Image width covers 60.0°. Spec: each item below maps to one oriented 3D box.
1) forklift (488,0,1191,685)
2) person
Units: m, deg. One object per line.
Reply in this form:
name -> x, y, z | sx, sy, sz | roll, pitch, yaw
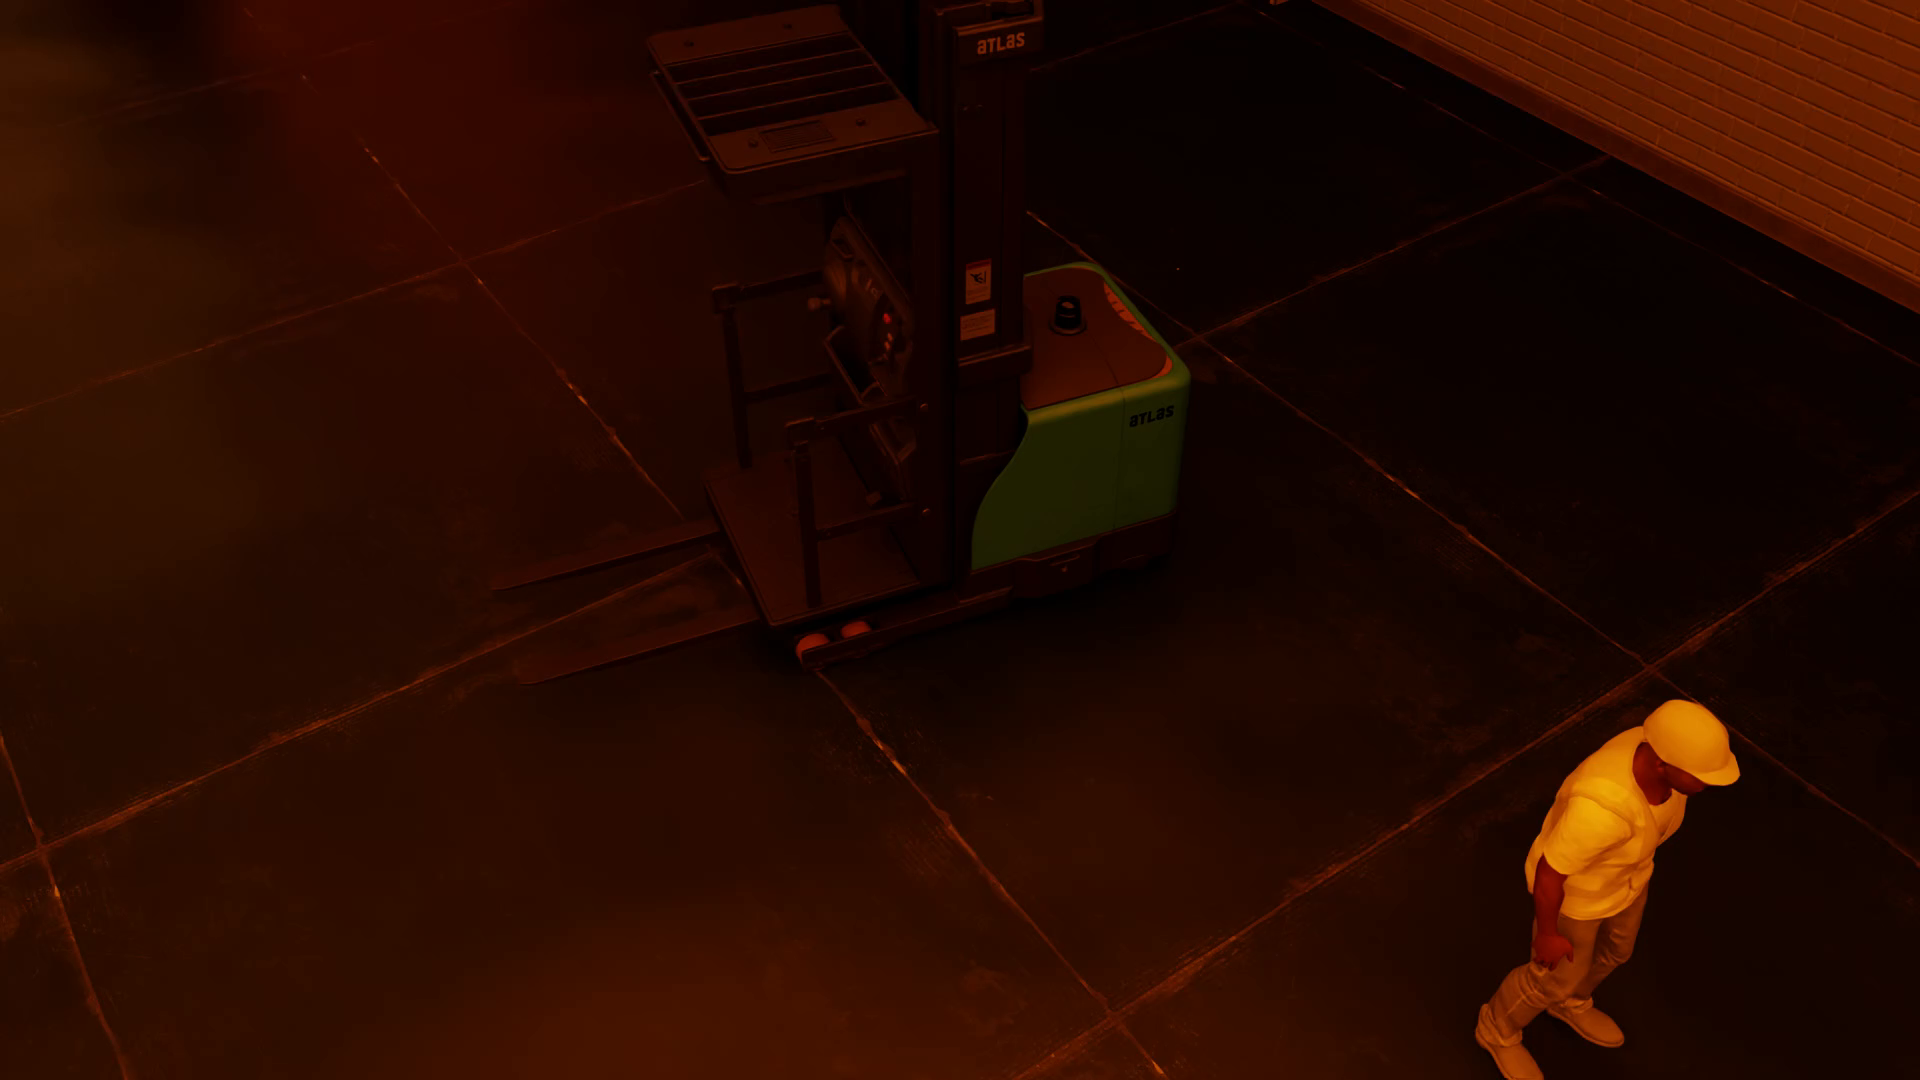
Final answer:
forklift -> -0.562, -0.917, 6.710 | 3.031, 2.935, 1.130 | -16, 45, -16
person -> 2.066, 1.122, 5.369 | 0.634, 1.762, 0.442 | -27, 49, -27
